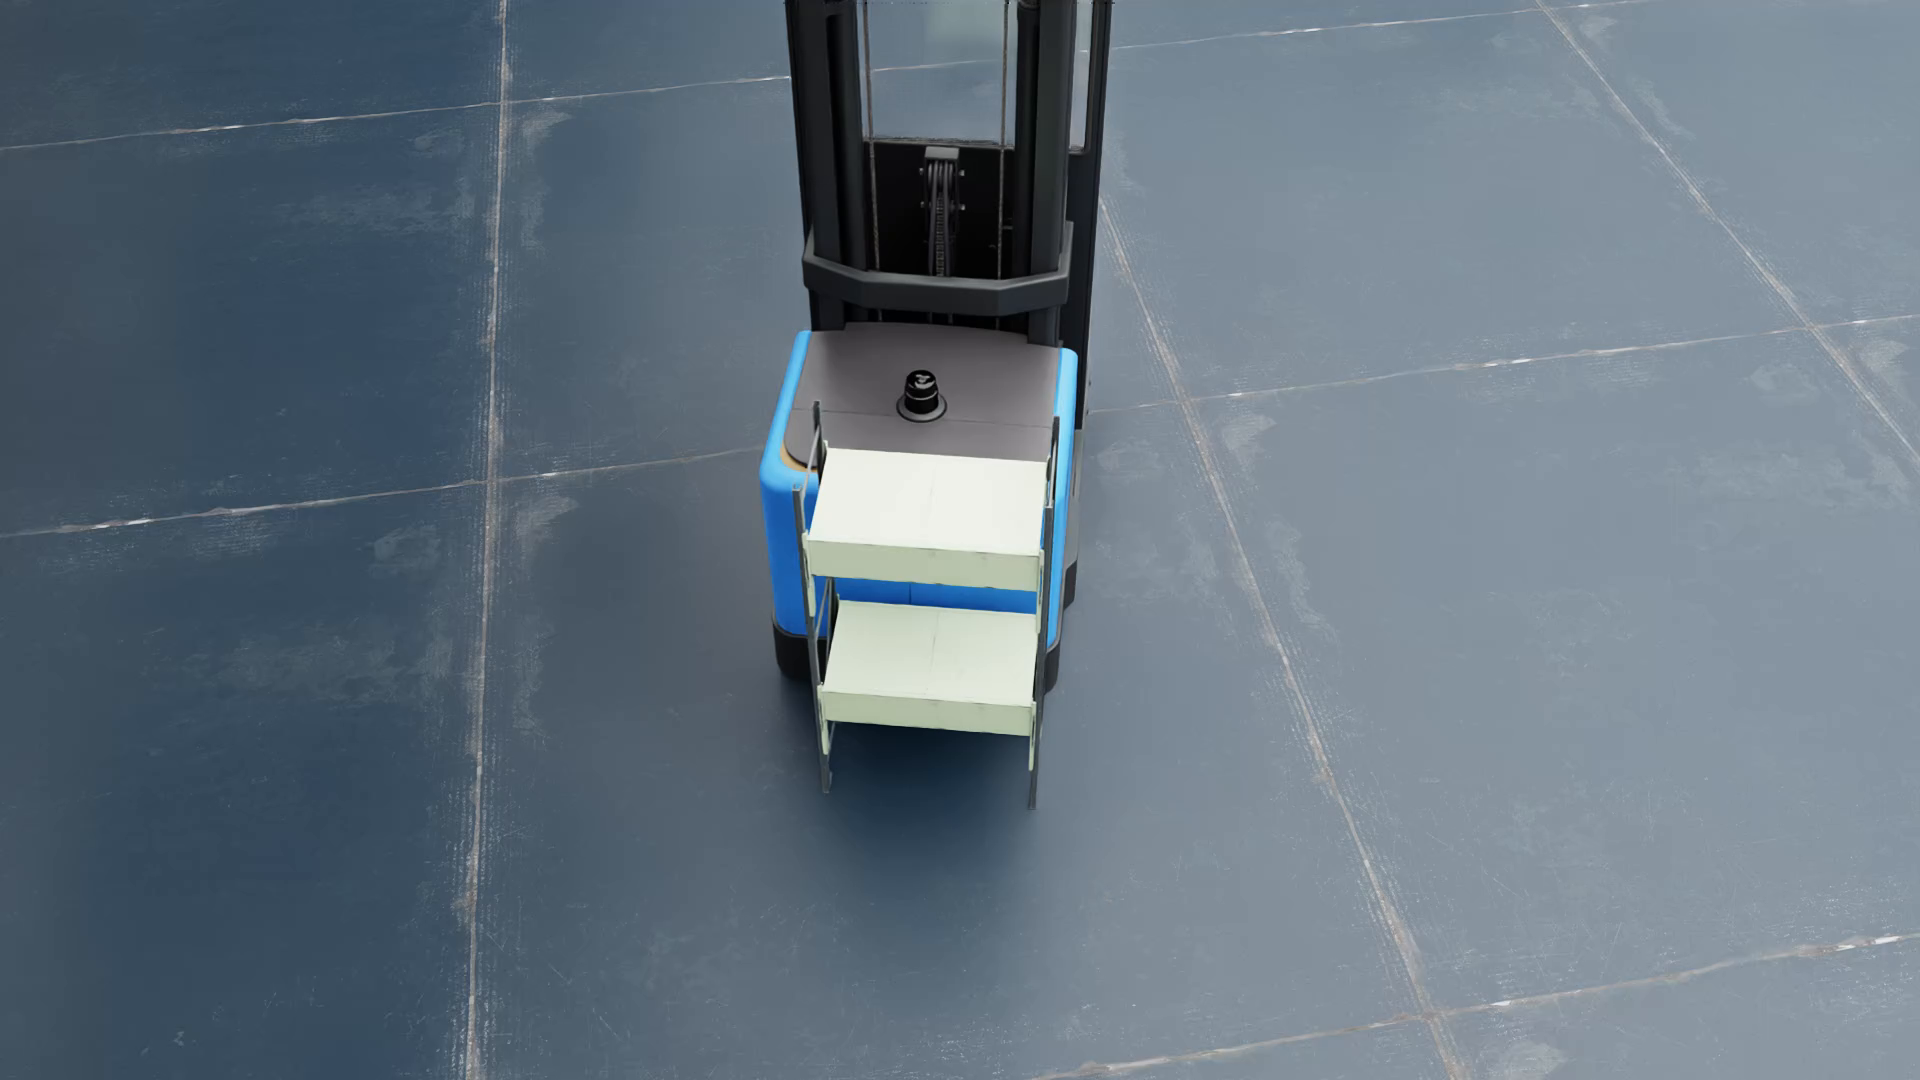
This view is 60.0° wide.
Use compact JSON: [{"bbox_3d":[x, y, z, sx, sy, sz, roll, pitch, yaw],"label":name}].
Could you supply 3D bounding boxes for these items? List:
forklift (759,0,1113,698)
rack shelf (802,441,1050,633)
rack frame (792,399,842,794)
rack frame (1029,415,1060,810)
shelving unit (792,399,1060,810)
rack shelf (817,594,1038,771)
[{"bbox_3d":[-0.011,-1.504,6.164,1.130,2.935,3.031,4,46,4],"label":"forklift"},{"bbox_3d":[-0.091,-0.011,5.177,0.720,0.370,0.431,4,46,4],"label":"rack shelf"},{"bbox_3d":[-0.455,0.234,5.483,0.023,1.500,0.400,4,46,4],"label":"rack frame"},{"bbox_3d":[0.273,0.285,5.434,0.023,1.500,0.400,4,46,4],"label":"rack frame"},{"bbox_3d":[-0.091,0.259,5.458,0.755,1.500,0.431,4,46,4],"label":"shelving unit"},{"bbox_3d":[-0.091,0.485,5.693,0.720,0.370,0.431,4,46,4],"label":"rack shelf"}]
